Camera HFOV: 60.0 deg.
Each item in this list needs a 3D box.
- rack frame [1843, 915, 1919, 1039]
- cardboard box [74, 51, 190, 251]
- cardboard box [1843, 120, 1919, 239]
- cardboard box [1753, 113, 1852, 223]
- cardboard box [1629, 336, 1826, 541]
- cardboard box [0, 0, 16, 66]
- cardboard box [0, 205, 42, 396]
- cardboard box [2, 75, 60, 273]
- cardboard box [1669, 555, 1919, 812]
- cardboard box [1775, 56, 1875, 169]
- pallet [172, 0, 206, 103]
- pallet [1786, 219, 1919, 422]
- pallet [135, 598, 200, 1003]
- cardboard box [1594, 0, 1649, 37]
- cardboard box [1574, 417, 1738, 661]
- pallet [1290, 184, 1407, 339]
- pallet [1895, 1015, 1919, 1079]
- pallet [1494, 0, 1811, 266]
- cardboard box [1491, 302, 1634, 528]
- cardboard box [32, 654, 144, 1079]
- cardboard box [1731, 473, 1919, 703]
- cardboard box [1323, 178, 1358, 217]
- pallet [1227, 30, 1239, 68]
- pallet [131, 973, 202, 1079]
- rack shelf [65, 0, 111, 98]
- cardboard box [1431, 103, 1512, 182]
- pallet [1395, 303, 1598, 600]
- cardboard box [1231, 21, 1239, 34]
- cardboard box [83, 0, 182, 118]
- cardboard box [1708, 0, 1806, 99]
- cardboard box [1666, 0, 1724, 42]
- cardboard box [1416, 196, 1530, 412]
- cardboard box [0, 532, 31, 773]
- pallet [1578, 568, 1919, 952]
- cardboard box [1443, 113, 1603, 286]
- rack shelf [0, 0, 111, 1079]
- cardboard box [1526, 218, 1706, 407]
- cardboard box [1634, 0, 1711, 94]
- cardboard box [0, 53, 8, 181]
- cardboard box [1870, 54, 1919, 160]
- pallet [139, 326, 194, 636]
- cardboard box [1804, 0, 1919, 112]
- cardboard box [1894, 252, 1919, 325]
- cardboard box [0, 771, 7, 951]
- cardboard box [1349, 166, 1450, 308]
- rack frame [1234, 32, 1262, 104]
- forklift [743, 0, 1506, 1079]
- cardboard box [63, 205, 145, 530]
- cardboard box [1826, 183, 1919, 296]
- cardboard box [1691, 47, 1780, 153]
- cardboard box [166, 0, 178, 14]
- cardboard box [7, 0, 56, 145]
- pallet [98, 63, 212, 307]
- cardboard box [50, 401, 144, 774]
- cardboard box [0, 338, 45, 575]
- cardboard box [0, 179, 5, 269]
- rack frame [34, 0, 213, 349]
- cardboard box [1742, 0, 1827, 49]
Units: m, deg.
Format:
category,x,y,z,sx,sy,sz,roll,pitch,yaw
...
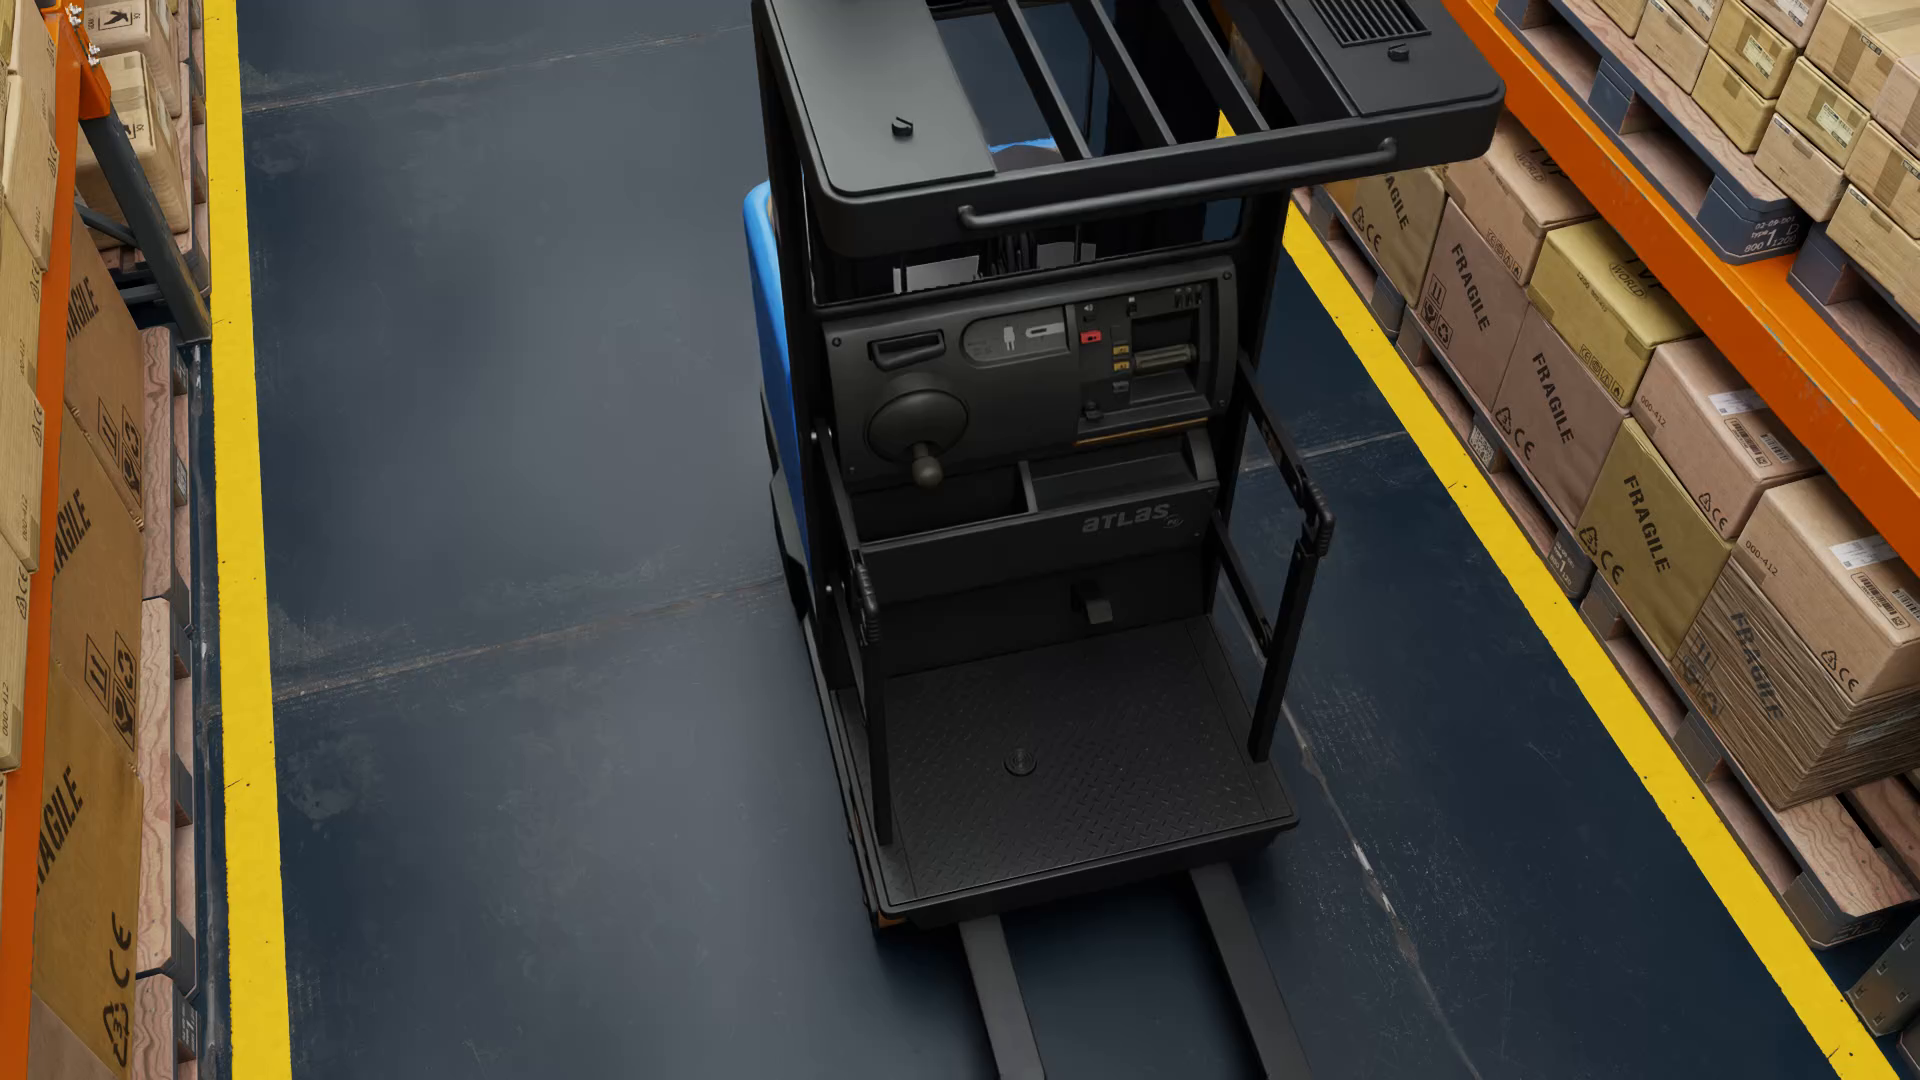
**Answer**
category,x,y,z,sx,sy,sz,roll,pitch,yaw
rack frame,2.762,0.132,3.177,1.000,3.000,0.127,-13,51,-11
cardboard box,-3.277,-1.300,5.828,0.950,0.372,0.625,-16,52,-13
cardboard box,2.221,-0.837,3.689,0.380,0.149,0.250,-15,51,-12
cardboard box,2.144,-0.925,3.957,0.380,0.149,0.250,-15,52,-13
cardboard box,2.161,-0.305,4.415,0.500,0.250,0.500,-11,51,-9
cardboard box,-2.734,-1.413,4.250,0.500,0.250,0.500,-13,51,-11
cardboard box,-2.423,-0.497,3.805,0.500,0.250,0.500,-14,51,-11
cardboard box,-2.556,-0.868,4.118,0.500,0.250,0.500,-12,51,-10
cardboard box,2.302,0.319,4.380,0.500,0.500,0.500,-14,51,-12
cardboard box,2.145,-1.027,3.849,0.380,0.149,0.250,-16,52,-13
pallet,-3.707,-2.158,6.931,1.003,0.211,1.213,-13,51,-11
pallet,2.675,-0.397,3.749,1.003,0.211,1.213,-13,51,-11
pallet,-2.602,0.785,4.450,1.003,0.211,1.213,-13,51,-11
cardboard box,1.912,-1.504,4.445,0.380,0.149,0.250,-13,51,-10
cardboard box,2.151,-0.056,4.696,0.500,0.500,0.500,-14,51,-12
pallet,1.809,-1.320,6.224,1.003,0.211,1.213,-13,51,-11
pallet,2.994,1.513,3.836,1.003,0.211,1.213,-13,51,-11
pallet,2.203,-1.291,4.502,1.003,0.211,1.213,-13,51,-11
cardboard box,2.003,-0.432,5.012,0.500,0.500,0.500,-14,51,-12
cardboard box,-2.471,0.782,3.744,0.875,0.875,0.875,-12,51,-10
cardboard box,2.300,0.074,4.096,0.500,0.250,0.500,-15,51,-12
cardboard box,1.544,-1.545,5.951,0.500,0.500,0.500,-15,52,-13
pallet,1.418,-2.484,7.206,1.003,0.211,1.213,-13,51,-11
pallet,-2.237,1.677,3.698,1.003,0.211,1.213,-13,51,-11
rack shelf,-3.711,-2.825,6.140,1.077,0.370,4.000,-13,51,-11
cardboard box,1.702,-1.432,5.365,0.500,0.250,0.500,-14,51,-11
pallet,2.166,-0.430,5.475,1.003,0.211,1.213,-13,51,-11
cardboard box,1.485,-2.665,6.731,1.050,0.750,0.750,-14,51,-11
cardboard box,-3.503,-1.837,6.281,0.950,0.372,0.625,-14,51,-12
cardboard box,2.062,-1.226,4.017,0.380,0.149,0.250,-13,51,-11
cardboard box,1.996,-1.405,4.168,0.380,0.149,0.250,-12,51,-10
cardboard box,1.853,-0.805,5.327,0.500,0.500,0.500,-14,51,-12
cardboard box,-2.106,0.237,3.187,0.500,0.250,0.500,-14,51,-11
pallet,2.530,0.462,4.722,1.003,0.211,1.213,-13,51,-11
cardboard box,1.836,-1.068,5.058,0.500,0.250,0.500,-13,51,-11
rack shelf,-2.528,0.096,3.678,1.077,0.370,4.000,-13,51,-11
cardboard box,1.991,-0.688,4.737,0.500,0.250,0.500,-15,52,-13
cardboard box,1.988,-1.313,4.285,0.380,0.149,0.250,-15,51,-12
cardboard box,-2.579,-1.039,3.935,0.500,0.250,0.500,-14,51,-12
cardboard box,2.224,-0.940,3.581,0.380,0.149,0.250,-13,51,-11
pallet,-2.959,-0.105,5.200,1.003,0.211,1.213,-13,51,-11
cardboard box,2.155,-1.120,3.733,0.380,0.149,0.250,-15,51,-12
cardboard box,2.306,-0.540,3.633,0.380,0.149,0.250,-13,51,-11
cardboard box,-1.969,0.615,2.868,0.500,0.250,0.500,-14,51,-12
cardboard box,1.696,-1.178,5.642,0.500,0.500,0.500,-13,51,-11
rack frame,1.579,-2.790,5.640,1.000,3.000,0.127,-13,51,-11
forklift,0.224,-0.262,3.554,1.130,2.935,3.031,-11,51,-9
cardboard box,-2.995,-0.524,4.845,0.875,0.875,0.875,-14,51,-11
cardboard box,2.232,-0.723,3.787,0.380,0.149,0.250,-16,52,-13
cardboard box,2.067,-1.118,4.121,0.380,0.149,0.250,-11,51,-9
cardboard box,-3.722,-2.392,6.749,0.950,0.372,0.625,-12,51,-10
cardboard box,-2.722,-1.237,4.429,0.500,0.250,0.500,-15,51,-12
pallet,-3.350,-1.269,6.182,1.003,0.211,1.213,-13,51,-11
cardboard box,-2.735,0.129,4.295,0.875,0.875,0.875,-13,51,-11
cardboard box,-2.245,-0.130,3.496,0.500,0.250,0.500,-14,51,-12
cardboard box,-2.408,-0.670,3.624,0.500,0.250,0.500,-15,51,-12
rack frame,-3.120,-1.596,4.634,1.000,3.000,0.127,-13,51,-11
cardboard box,2.072,-1.315,3.897,0.380,0.149,0.250,-15,52,-13
